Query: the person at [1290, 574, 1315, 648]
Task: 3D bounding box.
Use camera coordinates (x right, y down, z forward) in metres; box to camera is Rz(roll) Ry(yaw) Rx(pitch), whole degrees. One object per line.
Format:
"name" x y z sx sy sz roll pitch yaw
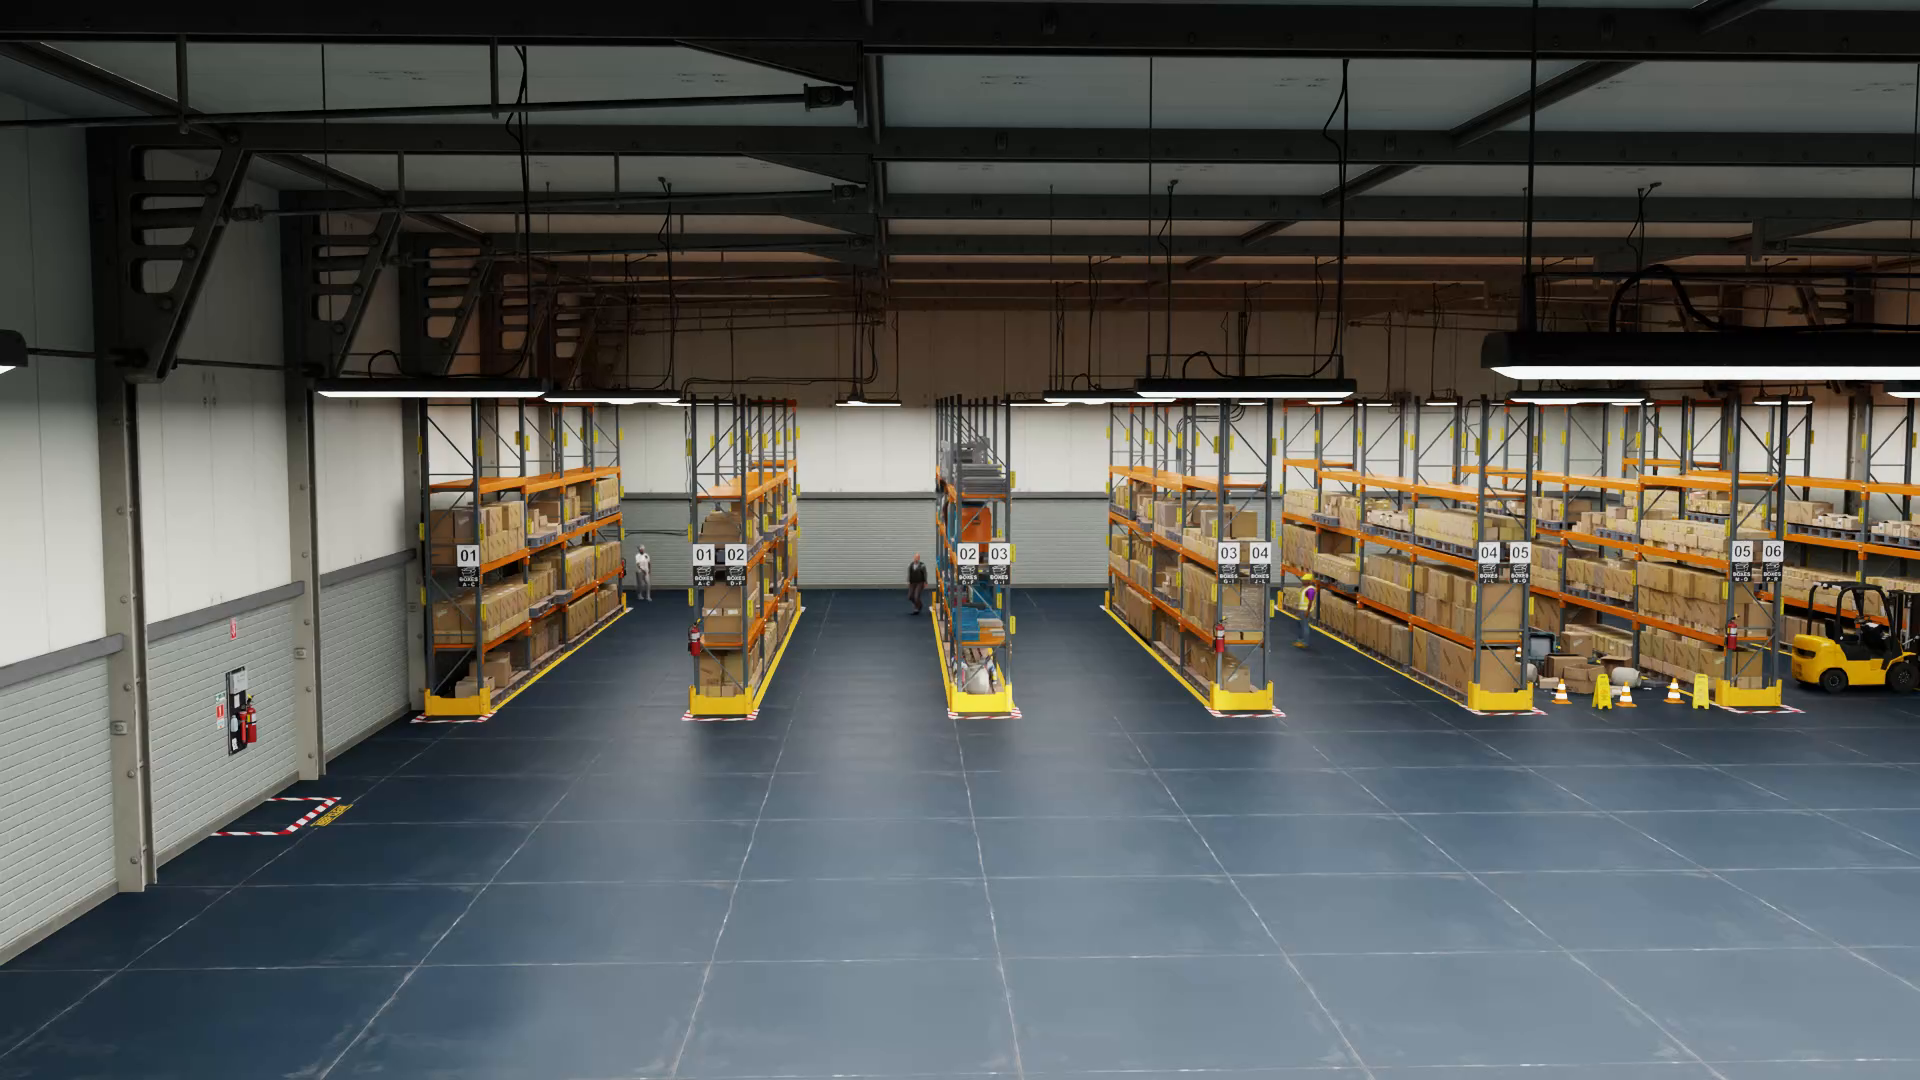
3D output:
"person" 8.234 1.696 39.932 0.511 1.772 0.589 0 5 -3

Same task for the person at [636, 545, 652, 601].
"person" -9.379 0.956 49.700 0.559 1.655 0.847 -3 5 -34

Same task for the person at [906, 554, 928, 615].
"person" -1.149 1.233 46.351 0.652 1.708 0.558 2 5 28
